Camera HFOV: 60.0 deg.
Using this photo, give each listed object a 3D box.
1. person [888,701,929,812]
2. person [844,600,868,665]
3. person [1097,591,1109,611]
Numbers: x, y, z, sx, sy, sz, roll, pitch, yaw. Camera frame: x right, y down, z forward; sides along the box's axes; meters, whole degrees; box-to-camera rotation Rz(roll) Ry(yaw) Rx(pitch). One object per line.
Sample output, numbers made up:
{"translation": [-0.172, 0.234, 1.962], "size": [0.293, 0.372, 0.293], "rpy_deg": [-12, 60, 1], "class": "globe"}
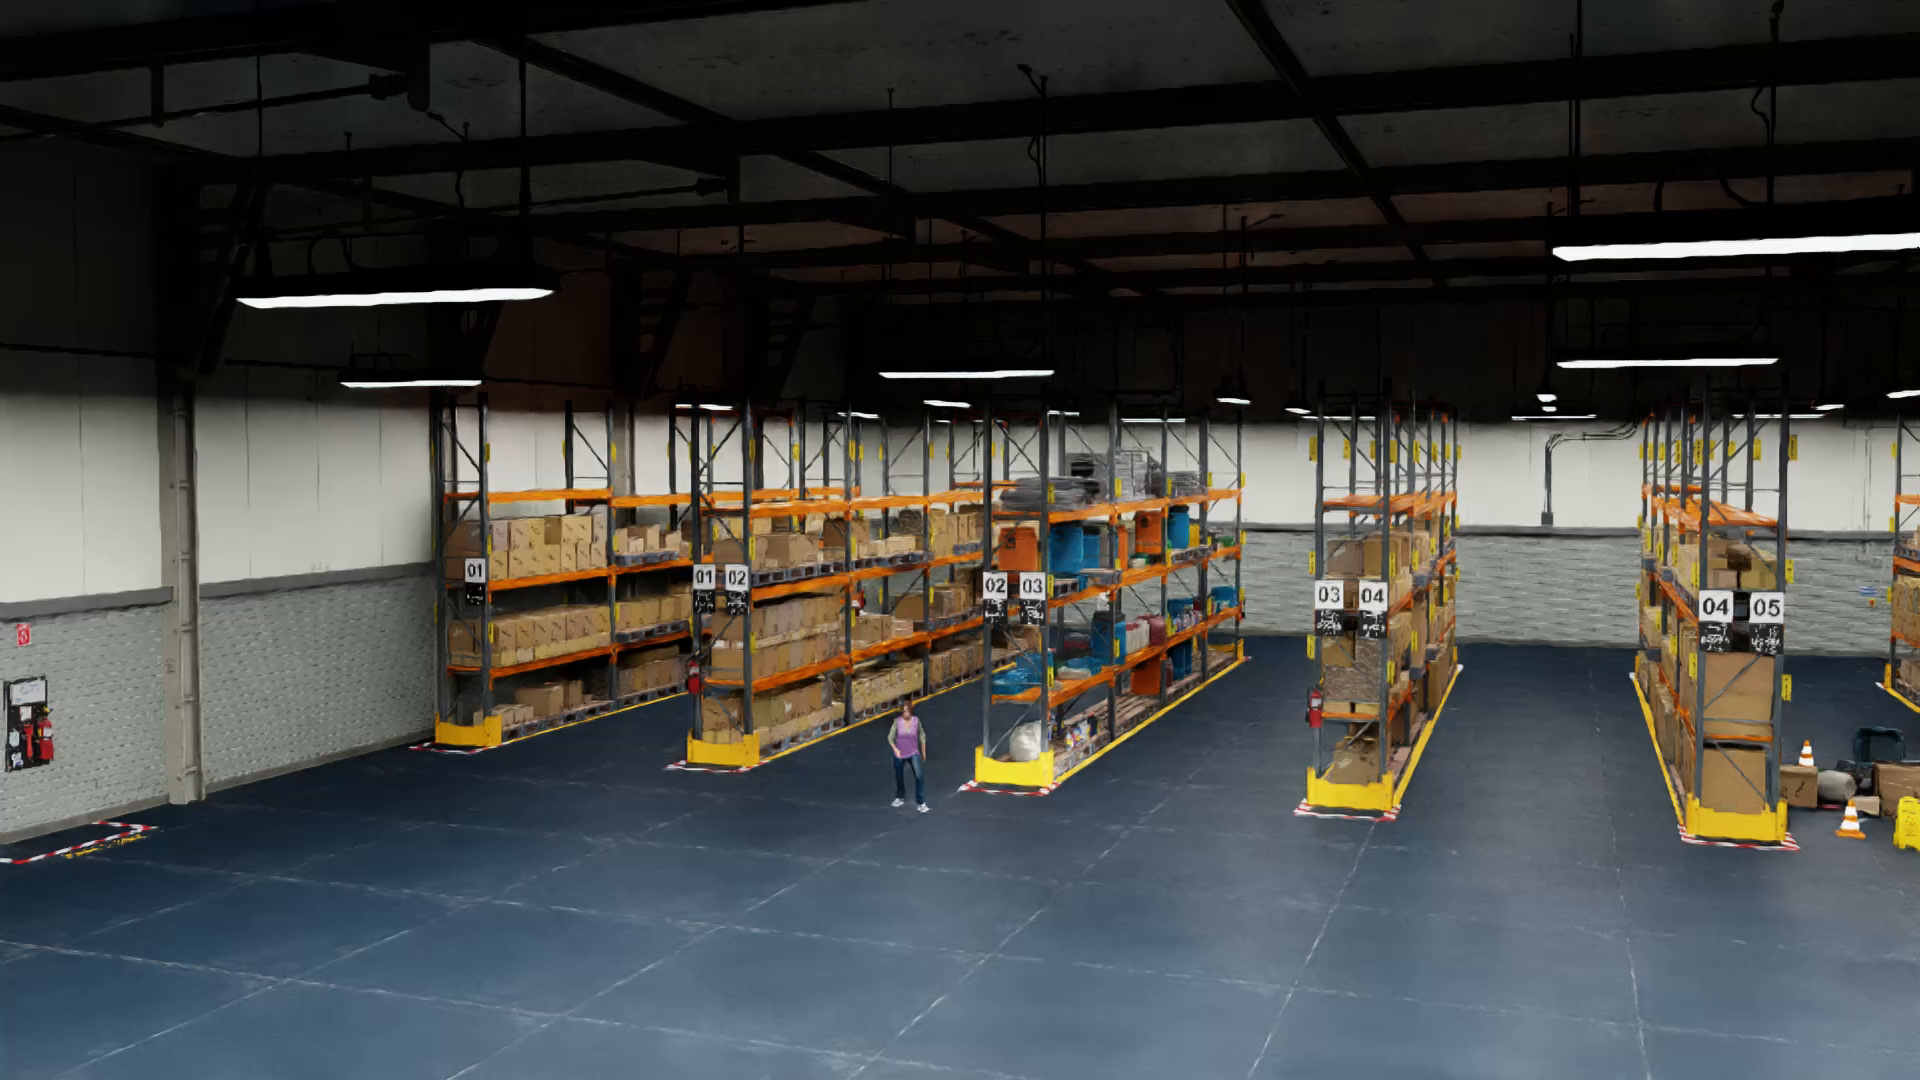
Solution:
{"translation": [-0.717, 2.992, 23.182], "size": [0.574, 1.535, 0.749], "rpy_deg": [0, 3, 0], "class": "person"}
{"translation": [-2.293, 2.183, 37.018], "size": [0.719, 1.714, 0.572], "rpy_deg": [1, 3, 18], "class": "person"}
{"translation": [3.807, 1.866, 43.631], "size": [0.488, 1.590, 1.079], "rpy_deg": [1, 3, 17], "class": "person"}
